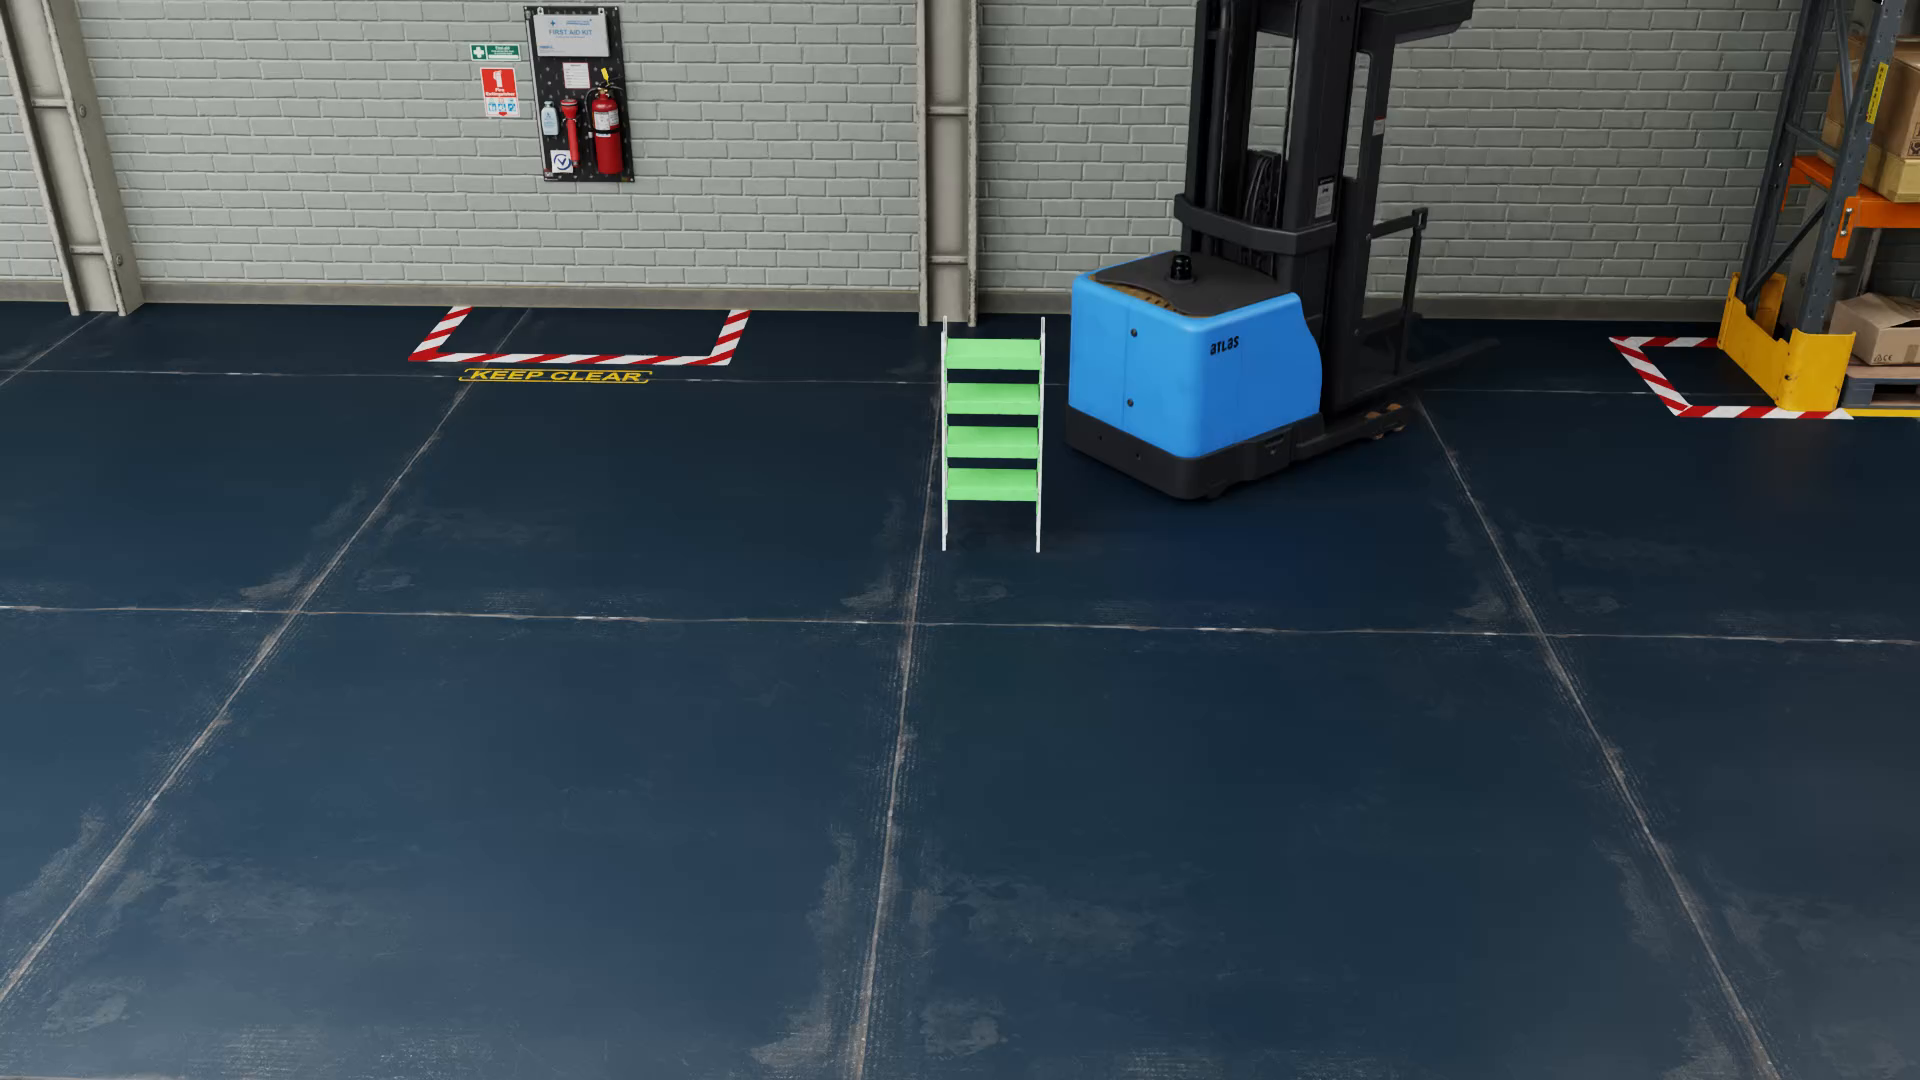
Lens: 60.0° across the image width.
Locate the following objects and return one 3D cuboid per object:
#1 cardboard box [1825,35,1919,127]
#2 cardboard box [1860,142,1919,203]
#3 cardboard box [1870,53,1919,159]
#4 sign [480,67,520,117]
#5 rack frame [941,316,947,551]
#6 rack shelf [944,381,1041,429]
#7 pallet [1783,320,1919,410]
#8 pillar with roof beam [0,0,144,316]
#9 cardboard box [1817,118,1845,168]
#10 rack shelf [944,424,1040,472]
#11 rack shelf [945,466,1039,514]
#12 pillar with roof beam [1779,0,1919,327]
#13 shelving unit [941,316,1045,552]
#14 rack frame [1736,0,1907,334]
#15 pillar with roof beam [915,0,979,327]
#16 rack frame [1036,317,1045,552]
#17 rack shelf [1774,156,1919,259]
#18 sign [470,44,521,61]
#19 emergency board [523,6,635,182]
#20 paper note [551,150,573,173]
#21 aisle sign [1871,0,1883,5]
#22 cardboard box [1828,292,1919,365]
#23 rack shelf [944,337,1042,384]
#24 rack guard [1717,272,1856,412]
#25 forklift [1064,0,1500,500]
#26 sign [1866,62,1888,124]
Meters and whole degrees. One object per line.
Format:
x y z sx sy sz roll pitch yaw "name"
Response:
5.665 -2.756 10.085 0.500 0.500 0.500 1 28 1 "cardboard box"
5.663 -2.177 9.792 0.500 0.250 0.500 0 28 0 "cardboard box"
5.653 -2.516 9.632 0.500 0.500 0.500 1 28 2 "cardboard box"
-3.097 -3.015 11.197 0.234 0.329 0.001 1 28 2 "sign"
-0.078 -0.531 8.471 0.015 1.200 0.240 1 28 2 "rack frame"
0.165 -0.683 8.381 0.480 0.148 0.258 1 28 2 "rack shelf"
6.073 -1.128 10.652 1.213 0.211 1.003 1 28 2 "pallet"
-6.228 -3.618 5.967 0.400 9.000 9.100 1 28 2 "pillar with roof beam"
5.661 -2.416 10.245 0.500 0.250 0.500 1 28 3 "cardboard box"
0.165 -0.471 8.494 0.480 0.148 0.258 1 28 2 "rack shelf"
0.165 -0.259 8.606 0.480 0.148 0.258 1 28 2 "rack shelf"
5.765 -3.420 5.593 0.400 9.000 9.100 1 28 2 "pillar with roof beam"
0.165 -0.527 8.464 0.503 1.200 0.258 1 28 2 "shelving unit"
5.187 -2.391 10.058 0.127 3.000 1.000 1 28 2 "rack frame"
-0.231 -3.519 5.780 0.400 9.000 9.100 1 28 2 "pillar with roof beam"
0.409 -0.523 8.456 0.015 1.200 0.240 1 28 2 "rack frame"
7.185 -2.040 10.164 4.000 0.370 1.077 1 28 2 "rack shelf"
-3.093 -3.245 11.065 0.331 0.109 0.001 1 28 2 "sign"
-2.548 -2.942 11.097 0.643 1.169 0.194 1 28 2 "emergency board"
-2.722 -2.588 11.370 0.142 0.148 0.016 1 28 2 "paper note"
5.104 -3.400 9.186 0.004 0.787 0.394 1 28 2 "aisle sign"
5.875 -1.344 10.483 0.500 0.311 0.500 -2 28 -4 "cardboard box"
0.165 -0.895 8.269 0.480 0.148 0.258 1 28 2 "rack shelf"
5.263 -1.285 10.641 0.348 0.500 1.175 1 28 2 "rack guard"
2.079 -2.063 9.511 3.031 2.935 1.130 -20 34 -33 "forklift"
5.168 -2.519 9.376 0.005 0.325 0.100 1 28 2 "sign"
